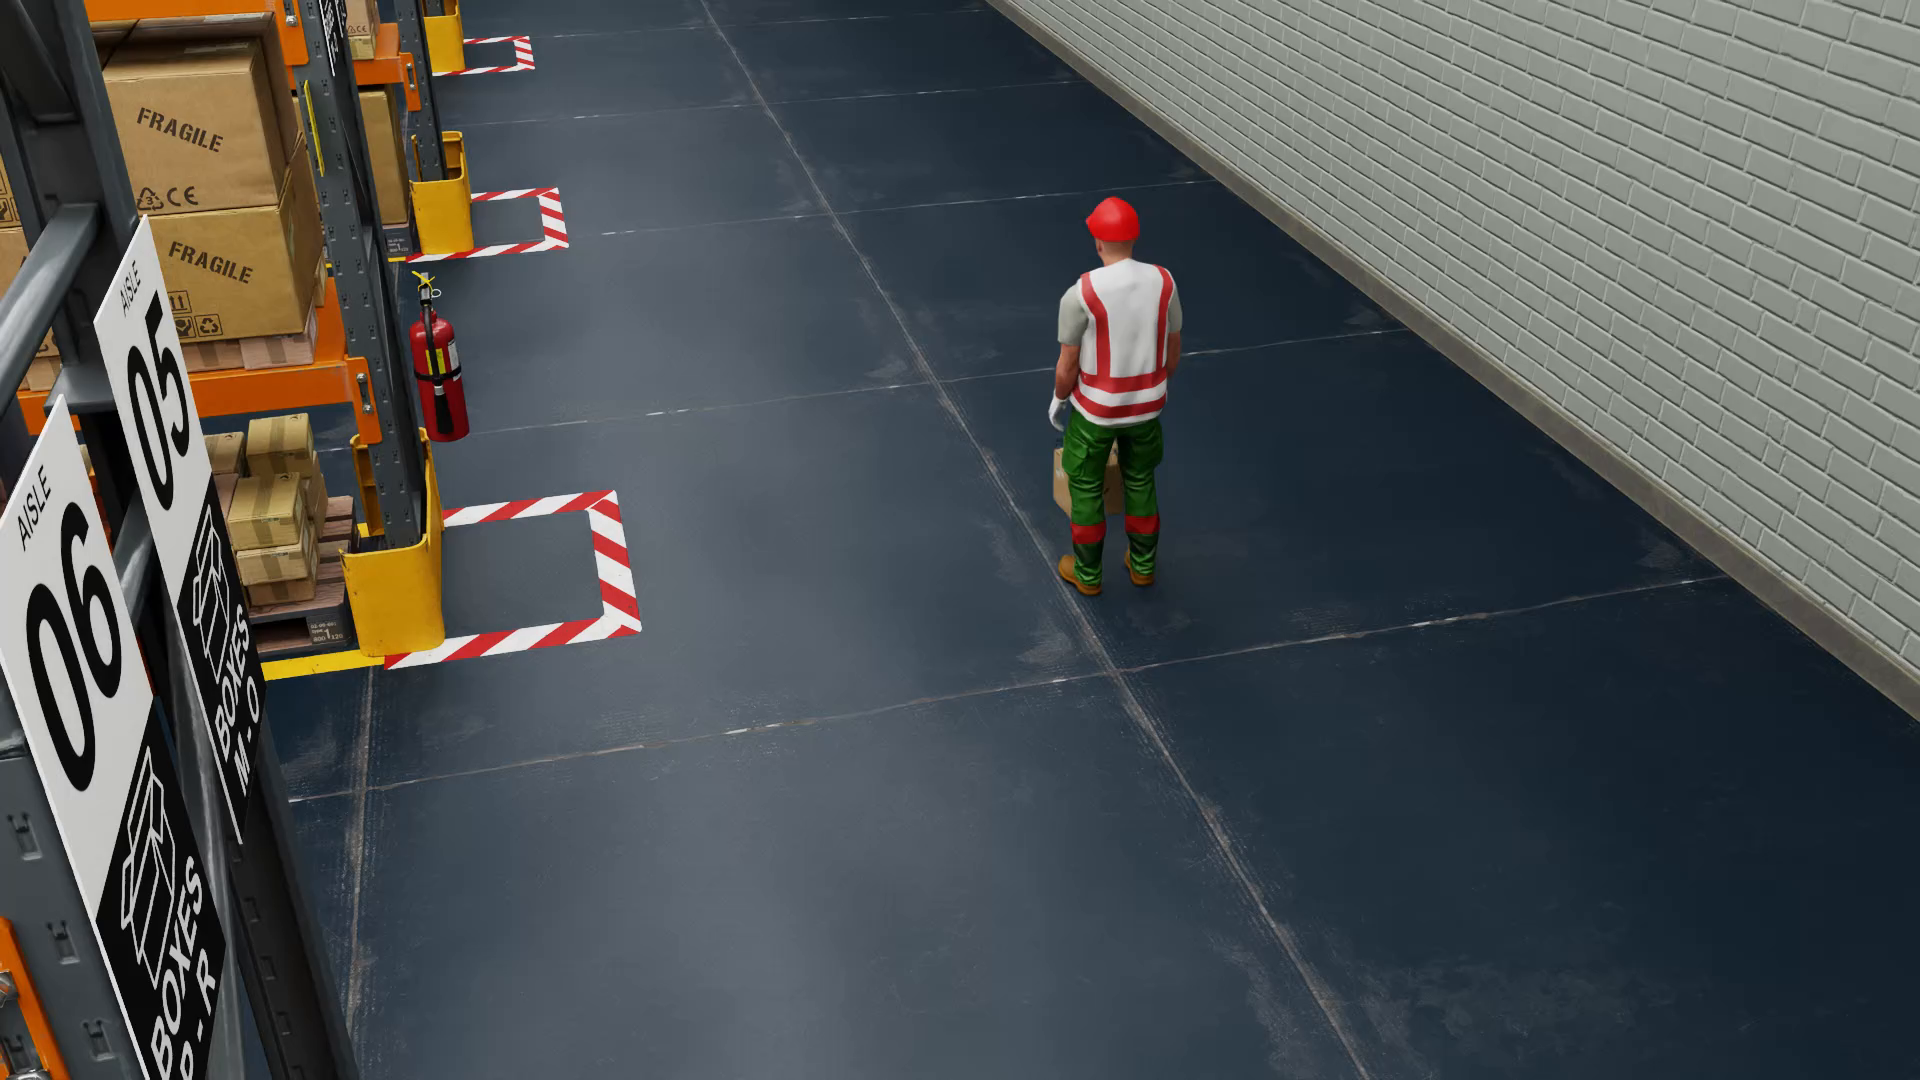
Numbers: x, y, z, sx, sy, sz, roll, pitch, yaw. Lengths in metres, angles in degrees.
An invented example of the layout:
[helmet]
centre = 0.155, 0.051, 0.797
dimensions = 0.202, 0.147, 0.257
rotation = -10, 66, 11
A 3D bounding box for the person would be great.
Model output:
[person]
centre = 0.660, -0.586, 7.126
dimensions = 0.558, 1.783, 0.427
rotation = -9, 31, -15
